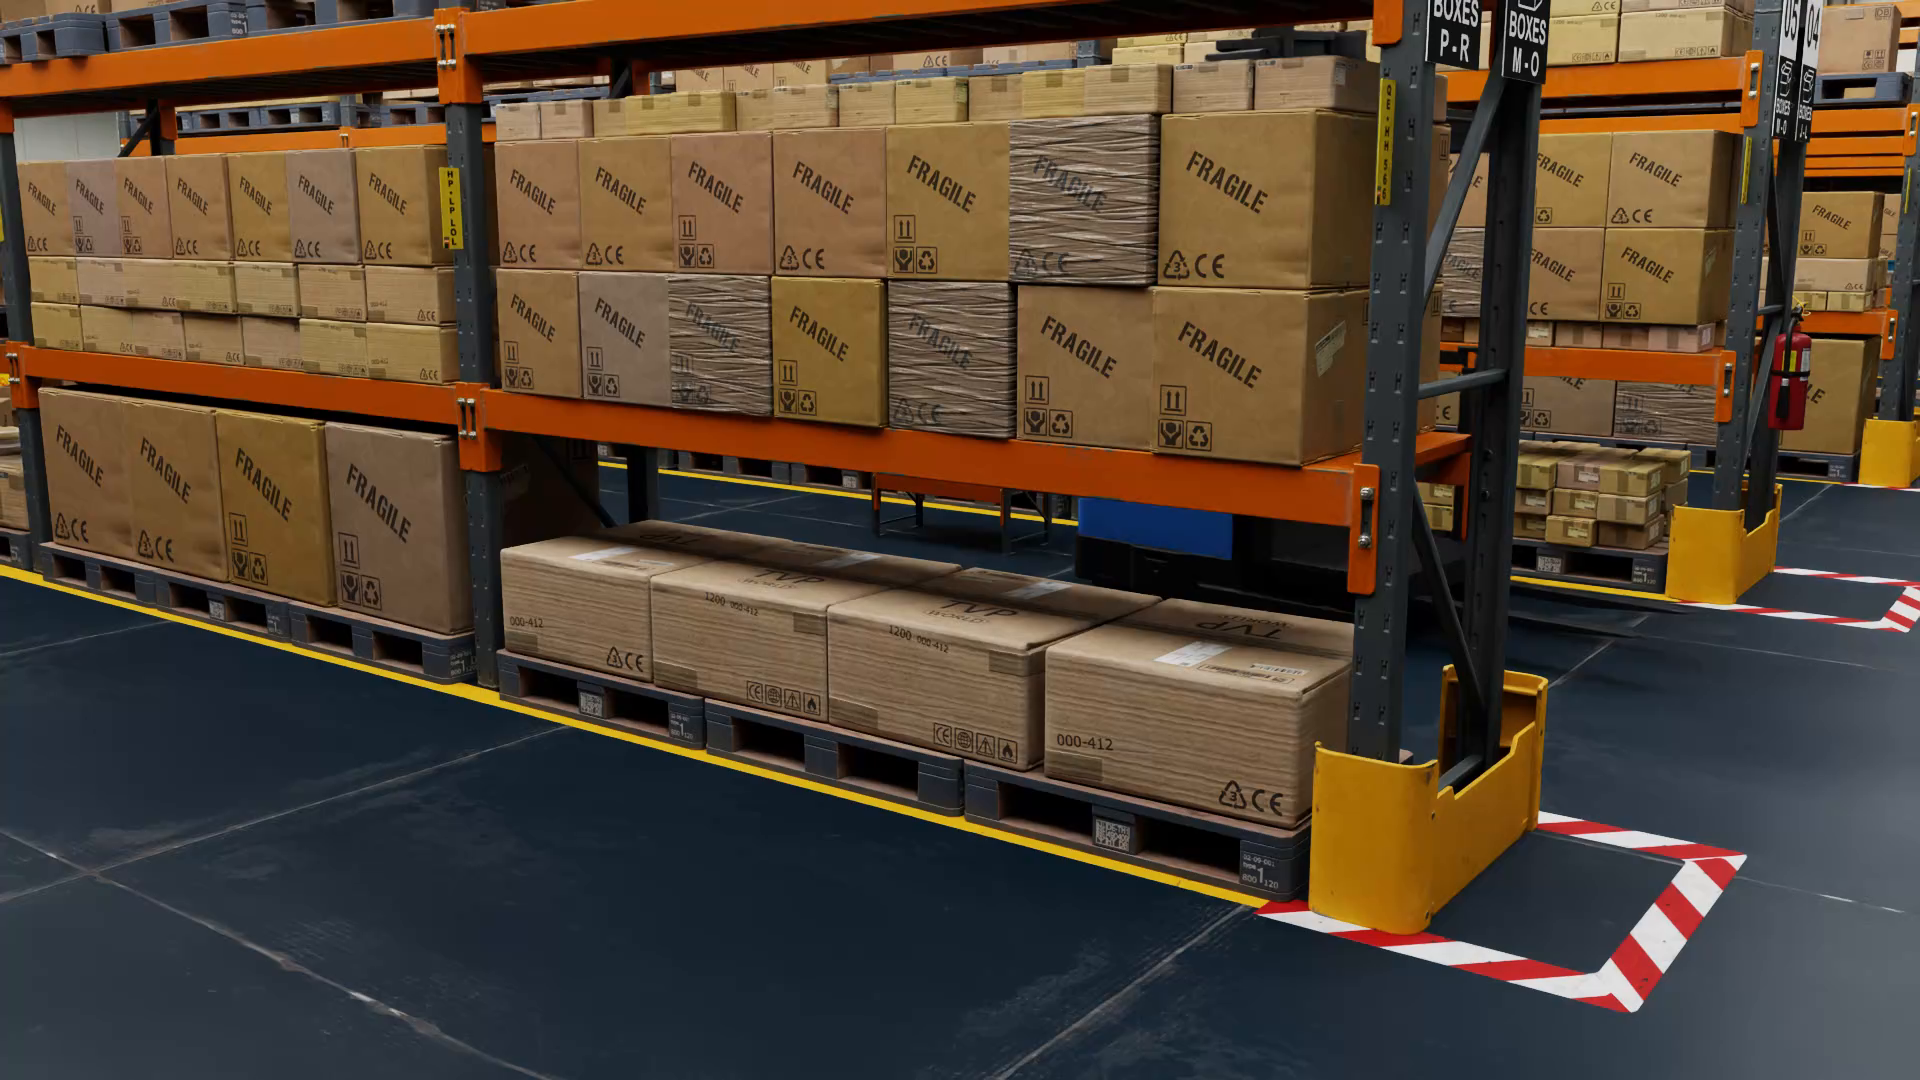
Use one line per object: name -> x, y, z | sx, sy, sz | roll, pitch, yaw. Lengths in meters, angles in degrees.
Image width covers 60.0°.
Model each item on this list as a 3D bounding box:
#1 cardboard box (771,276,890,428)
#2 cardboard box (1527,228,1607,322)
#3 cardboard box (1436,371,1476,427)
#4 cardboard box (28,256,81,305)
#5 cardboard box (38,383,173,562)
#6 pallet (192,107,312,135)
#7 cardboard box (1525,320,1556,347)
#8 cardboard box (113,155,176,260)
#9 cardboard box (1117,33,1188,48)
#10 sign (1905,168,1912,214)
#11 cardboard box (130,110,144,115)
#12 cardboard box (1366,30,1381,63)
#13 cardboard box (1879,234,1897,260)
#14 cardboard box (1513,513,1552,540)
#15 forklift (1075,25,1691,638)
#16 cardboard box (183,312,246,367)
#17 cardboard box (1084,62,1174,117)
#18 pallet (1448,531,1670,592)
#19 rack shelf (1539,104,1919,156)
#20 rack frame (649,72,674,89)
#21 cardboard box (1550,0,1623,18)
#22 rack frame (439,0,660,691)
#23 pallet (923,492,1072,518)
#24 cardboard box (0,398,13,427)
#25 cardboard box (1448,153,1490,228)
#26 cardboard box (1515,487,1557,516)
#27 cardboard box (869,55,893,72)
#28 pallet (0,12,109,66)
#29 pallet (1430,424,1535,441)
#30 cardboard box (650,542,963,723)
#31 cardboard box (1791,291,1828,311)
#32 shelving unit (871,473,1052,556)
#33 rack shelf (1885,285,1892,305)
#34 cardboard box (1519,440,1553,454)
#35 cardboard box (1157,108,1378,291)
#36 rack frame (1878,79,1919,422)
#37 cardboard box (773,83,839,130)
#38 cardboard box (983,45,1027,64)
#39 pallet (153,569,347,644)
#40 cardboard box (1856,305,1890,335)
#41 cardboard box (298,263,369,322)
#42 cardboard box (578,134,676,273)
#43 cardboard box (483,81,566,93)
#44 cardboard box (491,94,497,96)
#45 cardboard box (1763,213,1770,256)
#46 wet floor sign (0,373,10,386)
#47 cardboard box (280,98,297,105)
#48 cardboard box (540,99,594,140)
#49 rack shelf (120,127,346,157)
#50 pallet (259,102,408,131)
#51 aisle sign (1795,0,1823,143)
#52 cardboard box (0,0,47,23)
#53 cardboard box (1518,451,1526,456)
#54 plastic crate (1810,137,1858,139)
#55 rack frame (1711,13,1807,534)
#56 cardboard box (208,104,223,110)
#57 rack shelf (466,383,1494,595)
cardboard box -> -0.317, -0.690, 5.933 | 0.500, 0.500, 0.500 | 8, 14, 37
cardboard box -> 3.390, -1.490, 9.286 | 0.500, 0.500, 0.500 | 8, 13, 35
cardboard box -> 4.594, -1.499, 14.869 | 0.875, 0.875, 0.875 | 8, 13, 36
cardboard box -> -4.718, -1.432, 9.113 | 0.500, 0.250, 0.500 | 8, 13, 35
cardboard box -> -4.473, -0.428, 9.331 | 0.875, 0.875, 0.875 | 8, 13, 35
pallet -> -6.988, -4.234, 16.854 | 1.213, 0.211, 1.003 | 8, 13, 36
cardboard box -> 3.278, -1.180, 9.391 | 0.250, 0.149, 0.380 | 8, 14, 37
cardboard box -> -3.914, -1.687, 8.458 | 0.500, 0.500, 0.500 | 8, 14, 37
cardboard box -> 1.338, -3.228, 10.500 | 0.500, 0.250, 0.500 | 9, 14, 37
sign -> 7.001, -2.576, 12.276 | 0.005, 0.325, 0.100 | 8, 13, 36
cardboard box -> -8.493, -4.541, 17.498 | 0.250, 0.149, 0.380 | 8, 14, 36
cardboard box -> 2.546, -2.805, 9.631 | 0.500, 0.250, 0.500 | 9, 14, 38
cardboard box -> 11.859, -3.661, 21.295 | 0.500, 0.500, 0.500 | 8, 14, 36
cardboard box -> 3.340, -0.115, 9.626 | 0.250, 0.149, 0.380 | 8, 13, 35
forklift -> 2.045, -1.045, 8.217 | 3.031, 2.935, 1.130 | 10, 15, 43
cardboard box -> -3.491, -1.018, 8.289 | 0.500, 0.250, 0.500 | 8, 13, 36
cardboard box -> 0.583, -1.365, 5.083 | 0.250, 0.149, 0.380 | 8, 13, 35
pallet -> 3.621, 0.039, 9.772 | 1.213, 0.211, 1.003 | 8, 13, 36
rack shelf -> 5.722, -3.317, 13.775 | 4.000, 0.370, 1.077 | 8, 13, 36
rack frame -> -2.132, -5.070, 13.043 | 0.127, 3.000, 1.000 | 8, 13, 36
cardboard box -> 3.382, -2.939, 9.008 | 0.500, 0.250, 0.500 | 8, 13, 34
rack frame -> -1.756, -0.905, 7.312 | 0.127, 3.000, 1.000 | 8, 13, 36
pallet -> 0.464, -0.393, 12.004 | 1.213, 0.211, 1.003 | 8, 13, 36
cardboard box -> -8.262, -0.907, 13.898 | 0.500, 0.500, 0.500 | -3, 11, -13
cardboard box -> 2.968, -2.038, 9.489 | 0.500, 0.500, 0.500 | 9, 14, 38
cardboard box -> 3.302, -0.251, 9.547 | 0.250, 0.149, 0.380 | 7, 13, 33
cardboard box -> -0.710, -3.510, 12.613 | 0.500, 0.500, 0.500 | 8, 13, 36
pallet -> -4.430, -2.671, 9.037 | 1.003, 0.211, 1.213 | 9, 14, 38
pallet -> 4.676, -0.956, 14.915 | 1.213, 0.211, 1.003 | 8, 13, 36
cardboard box -> -0.592, 0.334, 6.546 | 0.875, 0.438, 0.875 | 7, 13, 34
cardboard box -> 6.641, -1.868, 12.949 | 0.250, 0.149, 0.380 | 8, 14, 36
shelving unit -> 0.005, -0.552, 10.419 | 1.048, 1.125, 0.538 | 8, 13, 36
rack shelf -> 8.653, -2.603, 17.980 | 4.000, 0.370, 1.077 | 8, 13, 36
cardboard box -> 3.426, -0.510, 10.102 | 0.250, 0.149, 0.380 | 7, 13, 33
cardboard box -> 0.938, -1.013, 4.975 | 0.500, 0.500, 0.500 | 9, 14, 37
rack frame -> 7.334, -1.973, 12.830 | 0.127, 3.000, 1.000 | 8, 13, 36
cardboard box -> -0.439, -1.514, 5.857 | 0.250, 0.149, 0.380 | 8, 14, 36
cardboard box -> 0.507, -3.441, 11.649 | 0.500, 0.311, 0.500 | 8, 13, 35
pallet -> -3.410, 0.251, 8.674 | 1.213, 0.211, 1.003 | 8, 13, 36
cardboard box -> 14.263, -3.462, 26.000 | 0.500, 0.500, 0.700 | 8, 14, 37
cardboard box -> -2.663, -1.145, 7.627 | 0.500, 0.250, 0.500 | 8, 14, 37
cardboard box -> -1.112, -1.297, 6.441 | 0.500, 0.500, 0.500 | 8, 13, 35
cardboard box -> -3.698, -4.054, 14.057 | 0.500, 0.500, 0.500 | 8, 13, 36
cardboard box -> -3.813, -4.095, 14.766 | 0.500, 0.311, 0.500 | 7, 13, 33
cardboard box -> 6.704, -2.565, 13.527 | 0.500, 0.500, 0.500 | 8, 13, 34
wet floor sign -> -9.775, -1.568, 16.935 | 0.232, 0.644, 0.267 | 5, 12, 26
cardboard box -> -6.251, -4.228, 15.880 | 0.250, 0.149, 0.380 | 8, 14, 36
cardboard box -> -1.439, -1.662, 6.621 | 0.250, 0.149, 0.380 | 8, 14, 36
rack shelf -> -6.968, -3.918, 16.883 | 4.000, 0.370, 1.077 | 8, 13, 36
pallet -> -6.009, -4.097, 16.144 | 1.213, 0.211, 1.003 | 8, 13, 36
aisle sign -> 4.553, -2.539, 8.911 | 0.004, 0.787, 0.394 | 8, 13, 36
cardboard box -> -5.738, -2.985, 9.901 | 0.500, 0.500, 0.700 | 8, 13, 36
cardboard box -> 3.116, -0.430, 9.687 | 0.250, 0.149, 0.380 | 7, 13, 33
plastic crate -> 9.197, -4.387, 17.575 | 0.767, 0.338, 0.504 | 8, 13, 36
rack frame -> 4.316, -1.225, 8.963 | 0.127, 3.000, 1.000 | 8, 13, 36
cardboard box -> -7.270, -4.370, 16.617 | 0.250, 0.149, 0.380 | 8, 14, 36
rack shelf -> -0.144, -0.327, 6.218 | 4.000, 0.370, 1.077 | 8, 13, 36
